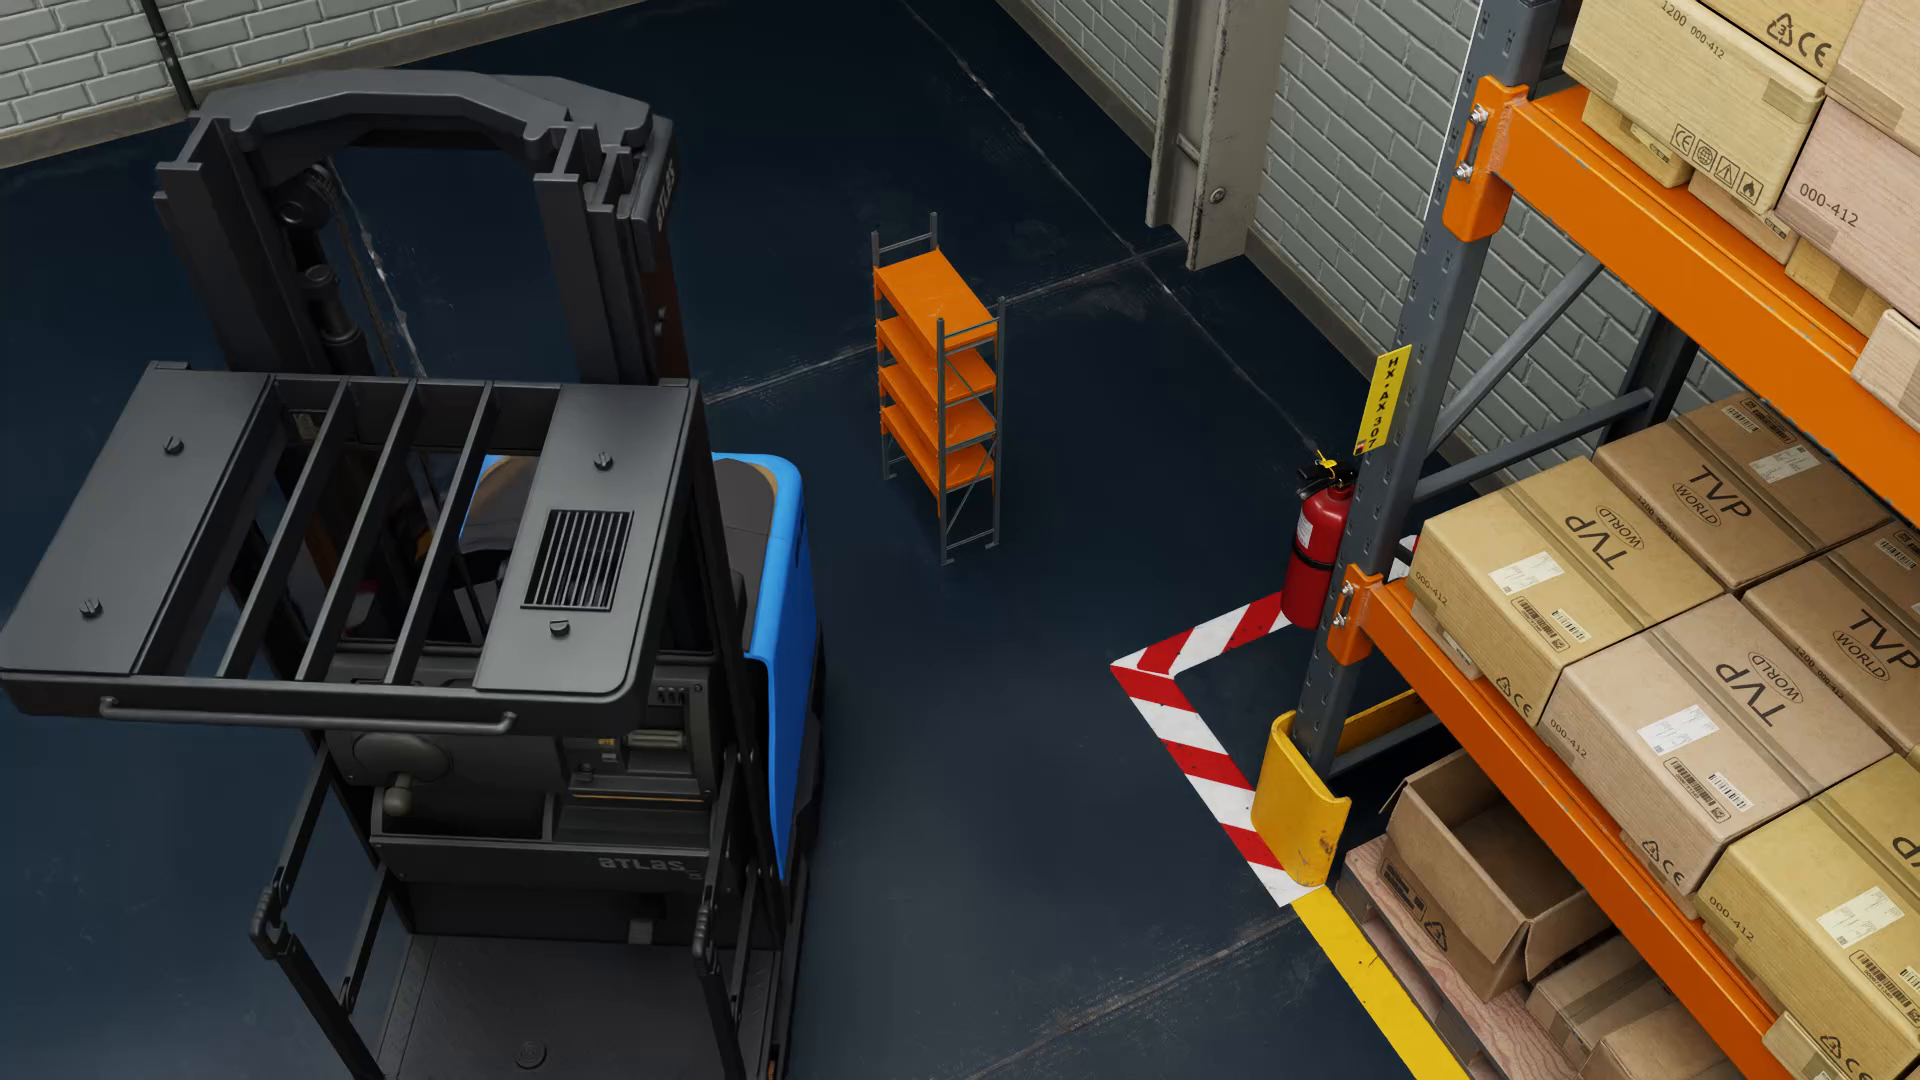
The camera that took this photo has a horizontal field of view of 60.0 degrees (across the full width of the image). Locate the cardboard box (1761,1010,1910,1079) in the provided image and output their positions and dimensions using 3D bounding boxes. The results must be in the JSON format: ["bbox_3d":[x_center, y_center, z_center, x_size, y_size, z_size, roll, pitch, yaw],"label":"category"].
[{"bbox_3d":[1.944,1.043,3.511,0.380,0.149,0.250,-23,53,-19],"label":"cardboard box"}]

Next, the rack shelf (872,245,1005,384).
[{"bbox_3d":[-0.076,-0.764,5.599,0.258,0.148,0.480,-21,52,-18],"label":"rack shelf"}]

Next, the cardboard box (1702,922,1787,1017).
[{"bbox_3d":[1.895,0.848,3.682,0.380,0.149,0.250,-20,52,-17],"label":"cardboard box"}]

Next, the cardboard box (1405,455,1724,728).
[{"bbox_3d":[1.461,0.115,4.059,0.500,0.250,0.500,-21,52,-17],"label":"cardboard box"}]

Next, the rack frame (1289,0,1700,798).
[{"bbox_3d":[1.493,-0.233,4.461,1.000,3.000,0.127,-21,52,-18],"label":"rack frame"}]

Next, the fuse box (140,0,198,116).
[{"bbox_3d":[-3.586,-2.488,7.290,0.539,1.711,0.414,-21,52,-18],"label":"fuse box"}]

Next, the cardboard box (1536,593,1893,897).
[{"bbox_3d":[1.692,0.452,3.764,0.500,0.250,0.500,-21,52,-17],"label":"cardboard box"}]

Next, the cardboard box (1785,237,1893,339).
[{"bbox_3d":[1.677,-0.500,2.869,0.380,0.149,0.250,-21,52,-17],"label":"cardboard box"}]

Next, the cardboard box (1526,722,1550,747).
[{"bbox_3d":[1.557,0.318,4.146,0.380,0.149,0.250,-20,52,-17],"label":"cardboard box"}]

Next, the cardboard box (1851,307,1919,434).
[{"bbox_3d":[1.700,-0.298,2.692,0.380,0.149,0.250,-20,52,-17],"label":"cardboard box"}]

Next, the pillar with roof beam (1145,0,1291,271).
[{"bbox_3d":[-2.768,-2.840,2.756,9.100,9.000,0.400,-21,52,-18],"label":"pillar with roof beam"}]

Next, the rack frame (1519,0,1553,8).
[{"bbox_3d":[1.493,-2.208,2.203,1.000,3.000,0.127,-21,52,-18],"label":"rack frame"}]

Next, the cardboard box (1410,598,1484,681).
[{"bbox_3d":[1.399,0.164,4.281,0.380,0.149,0.250,-22,52,-18],"label":"cardboard box"}]

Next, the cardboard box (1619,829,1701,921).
[{"bbox_3d":[1.769,0.673,3.836,0.380,0.149,0.250,-20,52,-16],"label":"cardboard box"}]

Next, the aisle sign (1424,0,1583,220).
[{"bbox_3d":[1.200,-1.033,3.434,0.394,0.787,0.004,-21,52,-18],"label":"aisle sign"}]

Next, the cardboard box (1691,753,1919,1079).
[{"bbox_3d":[1.926,0.790,3.468,0.500,0.250,0.500,-22,52,-18],"label":"cardboard box"}]

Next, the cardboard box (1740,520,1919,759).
[{"bbox_3d":[2.174,0.280,3.914,0.500,0.250,0.500,-21,52,-17],"label":"cardboard box"}]

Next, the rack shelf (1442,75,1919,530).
[{"bbox_3d":[2.408,0.355,2.432,1.077,0.370,4.000,-21,52,-18],"label":"rack shelf"}]

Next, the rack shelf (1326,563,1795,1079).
[{"bbox_3d":[2.408,1.342,3.561,1.077,0.370,4.000,-21,52,-18],"label":"rack shelf"}]

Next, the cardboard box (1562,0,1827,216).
[{"bbox_3d":[1.453,-0.878,2.934,0.500,0.250,0.500,-22,52,-18],"label":"cardboard box"}]

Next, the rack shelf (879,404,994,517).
[{"bbox_3d":[-0.076,-0.331,6.095,0.258,0.148,0.480,-21,52,-18],"label":"rack shelf"}]

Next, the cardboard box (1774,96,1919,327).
[{"bbox_3d":[1.704,-0.545,2.643,0.500,0.250,0.500,-20,52,-17],"label":"cardboard box"}]

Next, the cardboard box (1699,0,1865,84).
[{"bbox_3d":[1.472,-1.050,2.753,0.500,0.250,0.500,-22,52,-18],"label":"cardboard box"}]

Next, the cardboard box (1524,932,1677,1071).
[{"bbox_3d":[1.848,1.307,4.729,0.380,0.149,0.250,-23,53,-19],"label":"cardboard box"}]

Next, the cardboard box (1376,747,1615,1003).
[{"bbox_3d":[1.688,0.893,4.856,0.797,0.503,0.637,-23,53,-19],"label":"cardboard box"}]

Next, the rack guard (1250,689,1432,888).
[{"bbox_3d":[1.527,0.641,5.357,1.175,0.500,0.348,-21,52,-18],"label":"rack guard"}]

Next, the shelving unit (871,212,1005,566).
[{"bbox_3d":[-0.076,-0.506,5.895,0.258,1.200,0.503,-21,52,-18],"label":"shelving unit"}]

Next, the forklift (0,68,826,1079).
[{"bbox_3d":[-1.059,0.575,3.800,1.130,2.935,3.031,2,49,2],"label":"forklift"}]

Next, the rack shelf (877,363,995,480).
[{"bbox_3d":[-0.076,-0.462,5.946,0.258,0.148,0.480,-21,52,-18],"label":"rack shelf"}]

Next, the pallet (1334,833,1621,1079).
[{"bbox_3d":[1.893,1.269,5.000,1.003,0.211,1.213,-21,52,-18],"label":"pallet"}]

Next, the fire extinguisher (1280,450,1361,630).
[{"bbox_3d":[1.014,-0.024,4.577,0.296,0.674,0.183,-21,52,-18],"label":"fire extinguisher"}]

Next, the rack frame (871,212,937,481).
[{"bbox_3d":[-0.187,-0.669,6.038,0.240,1.200,0.015,-21,52,-18],"label":"rack frame"}]

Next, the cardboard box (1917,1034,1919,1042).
[{"bbox_3d":[2.147,0.872,2.899,0.500,0.500,0.500,-20,52,-17],"label":"cardboard box"}]

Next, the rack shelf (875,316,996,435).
[{"bbox_3d":[-0.076,-0.609,5.778,0.258,0.148,0.480,-21,52,-18],"label":"rack shelf"}]

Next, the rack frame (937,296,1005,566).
[{"bbox_3d":[0.036,-0.342,5.752,0.240,1.200,0.015,-21,52,-18],"label":"rack frame"}]

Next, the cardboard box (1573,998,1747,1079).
[{"bbox_3d":[2.045,1.479,4.345,0.700,0.500,0.500,-19,52,-16],"label":"cardboard box"}]

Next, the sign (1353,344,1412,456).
[{"bbox_3d":[1.010,-0.331,3.972,0.100,0.325,0.005,-21,52,-18],"label":"sign"}]

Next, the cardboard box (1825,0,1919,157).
[{"bbox_3d":[1.688,-0.703,2.449,0.500,0.250,0.500,-22,52,-18],"label":"cardboard box"}]

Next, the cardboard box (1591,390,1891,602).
[{"bbox_3d":[1.939,-0.065,4.216,0.500,0.250,0.500,-20,52,-16],"label":"cardboard box"}]

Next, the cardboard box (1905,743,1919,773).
[{"bbox_3d":[2.396,0.613,3.623,0.500,0.250,0.500,-20,52,-16],"label":"cardboard box"}]

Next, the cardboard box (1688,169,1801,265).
[{"bbox_3d":[1.575,-0.678,3.024,0.380,0.149,0.250,-20,52,-17],"label":"cardboard box"}]

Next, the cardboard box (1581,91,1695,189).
[{"bbox_3d":[1.432,-0.844,3.170,0.380,0.149,0.250,-20,52,-17],"label":"cardboard box"}]
